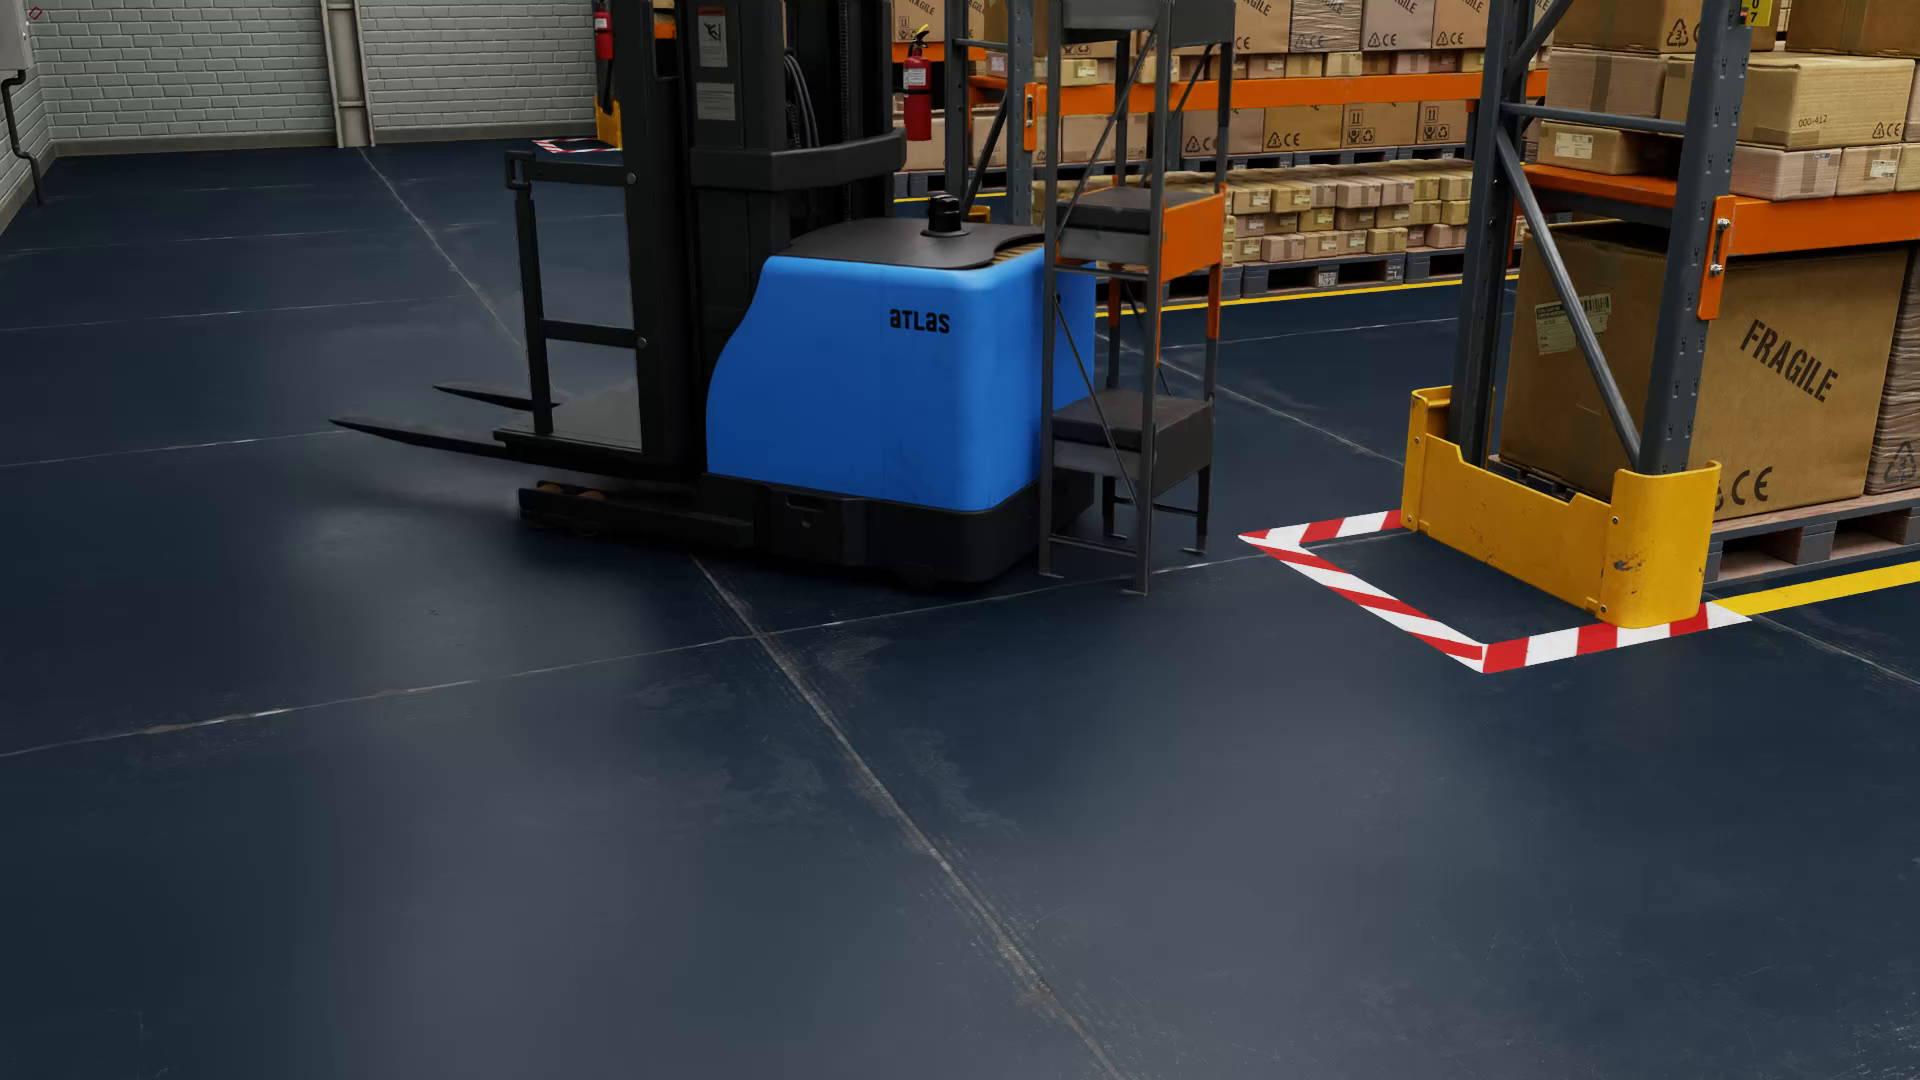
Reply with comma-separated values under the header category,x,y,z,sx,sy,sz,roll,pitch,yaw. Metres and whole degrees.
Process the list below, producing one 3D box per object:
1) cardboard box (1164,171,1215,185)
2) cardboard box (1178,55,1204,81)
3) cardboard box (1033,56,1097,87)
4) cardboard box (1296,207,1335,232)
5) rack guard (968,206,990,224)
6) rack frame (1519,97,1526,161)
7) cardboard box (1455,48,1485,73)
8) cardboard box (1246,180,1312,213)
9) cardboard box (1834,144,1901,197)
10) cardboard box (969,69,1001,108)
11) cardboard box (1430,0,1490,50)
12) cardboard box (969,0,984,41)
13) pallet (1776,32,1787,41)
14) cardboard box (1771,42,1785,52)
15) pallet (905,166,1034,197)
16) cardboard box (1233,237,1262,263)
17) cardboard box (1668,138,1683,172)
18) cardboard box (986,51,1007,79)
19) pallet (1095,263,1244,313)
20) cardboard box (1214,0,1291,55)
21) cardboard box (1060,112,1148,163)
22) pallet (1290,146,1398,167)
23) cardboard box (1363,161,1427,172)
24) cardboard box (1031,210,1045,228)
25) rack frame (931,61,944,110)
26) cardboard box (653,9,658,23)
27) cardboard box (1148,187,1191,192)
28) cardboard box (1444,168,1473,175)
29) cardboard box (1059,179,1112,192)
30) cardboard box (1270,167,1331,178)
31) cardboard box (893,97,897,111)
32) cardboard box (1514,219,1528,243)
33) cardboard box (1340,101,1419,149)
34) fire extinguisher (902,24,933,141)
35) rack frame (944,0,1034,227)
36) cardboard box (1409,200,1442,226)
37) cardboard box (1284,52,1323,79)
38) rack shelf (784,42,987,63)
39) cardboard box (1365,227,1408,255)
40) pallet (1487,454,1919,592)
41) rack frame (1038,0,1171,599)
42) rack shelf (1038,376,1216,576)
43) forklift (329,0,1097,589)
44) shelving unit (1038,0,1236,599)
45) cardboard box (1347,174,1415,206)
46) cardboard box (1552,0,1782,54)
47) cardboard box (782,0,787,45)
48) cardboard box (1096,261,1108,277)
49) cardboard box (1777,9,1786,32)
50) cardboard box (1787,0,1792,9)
category,x,y,z,sx,sy,sz,roll,pitch,yaw
cardboard box,1.472,-2.294,10.785,0.250,0.149,0.380,-7,21,-20
cardboard box,1.254,-2.823,9.901,0.250,0.149,0.380,-7,21,-19
cardboard box,0.585,-2.682,9.500,0.250,0.149,0.380,-8,21,-22
cardboard box,2.173,-2.065,10.584,0.250,0.149,0.380,-7,21,-19
rack guard,0.228,-1.689,10.065,0.348,0.500,1.175,-8,21,-22
rack frame,5.450,-5.406,16.860,0.127,3.000,1.000,-8,21,-22
cardboard box,3.199,-3.072,10.610,0.250,0.149,0.380,-7,21,-20
cardboard box,1.974,-2.136,10.337,0.250,0.149,0.380,-8,21,-21
cardboard box,2.721,-1.194,5.274,0.250,0.149,0.380,-8,21,-23
cardboard box,0.341,-5.407,19.994,0.500,0.500,0.500,-7,21,-20
cardboard box,3.021,-3.354,10.432,0.500,0.500,0.500,-9,21,-23
cardboard box,0.040,-4.584,14.374,0.500,0.500,0.500,-7,21,-20
pallet,5.702,-3.547,11.867,1.213,0.211,1.003,-8,21,-22
cardboard box,2.835,-1.613,5.863,0.500,0.250,0.500,-9,21,-23
pallet,-0.074,-3.327,15.153,1.213,0.211,1.003,-8,21,-22
cardboard box,1.673,-1.839,10.390,0.250,0.149,0.380,-8,21,-22
cardboard box,2.464,-1.395,5.847,0.250,0.149,0.380,-8,21,-21
cardboard box,0.345,-2.868,10.030,0.250,0.149,0.380,-8,21,-22
pallet,0.987,-1.648,10.386,1.213,0.211,1.003,-8,21,-22
cardboard box,1.616,-3.159,9.878,0.500,0.500,0.500,-8,21,-21
cardboard box,1.158,-3.820,15.580,0.875,0.438,0.875,-8,21,-23
pallet,3.578,-3.851,16.642,1.213,0.211,1.003,-8,21,-22
cardboard box,2.943,-2.469,11.283,0.250,0.149,0.380,-8,21,-23
cardboard box,0.529,-2.008,10.420,0.250,0.149,0.380,-9,21,-23
rack frame,-0.192,-6.393,19.663,0.127,3.000,1.000,-8,21,-22
cardboard box,-3.455,-5.708,18.096,0.250,0.149,0.380,-8,21,-22
cardboard box,1.261,-2.024,10.018,0.250,0.149,0.380,-8,21,-22
cardboard box,3.388,-2.346,10.933,0.250,0.149,0.380,-8,21,-21
cardboard box,0.797,-2.154,10.388,0.250,0.149,0.380,-8,21,-21
cardboard box,2.229,-2.358,10.968,0.250,0.149,0.380,-9,21,-24
cardboard box,-0.916,-5.092,19.451,0.258,0.266,0.396,-7,21,-20
cardboard box,3.605,-2.082,11.078,0.250,0.149,0.380,-8,21,-21
cardboard box,3.962,-4.421,16.627,0.875,0.875,0.875,-8,21,-21
fire extinguisher,-0.256,-2.753,10.002,0.183,0.674,0.296,-8,21,-22
rack frame,0.158,-2.858,9.622,0.127,3.000,1.000,-8,21,-22
cardboard box,2.916,-2.156,10.841,0.250,0.149,0.380,-8,21,-21
cardboard box,1.997,-2.903,10.127,0.250,0.149,0.380,-7,21,-20
rack shelf,-0.059,-4.278,14.738,4.000,0.370,1.077,-8,21,-22
cardboard box,2.655,-1.946,10.691,0.250,0.149,0.380,-8,21,-22
pallet,2.733,-0.146,6.118,1.213,0.211,1.003,-8,21,-22
rack frame,0.443,-0.835,5.229,0.400,2.100,0.015,11,22,30
rack shelf,0.569,-0.230,5.661,0.431,0.518,0.480,11,22,30
forklift,-1.055,-1.540,5.981,3.031,2.935,1.130,9,21,24
shelving unit,0.570,-0.904,5.425,0.431,2.100,0.503,11,22,30
cardboard box,2.681,-2.237,10.623,0.250,0.149,0.380,-9,21,-25
cardboard box,2.373,-1.899,5.549,0.500,0.500,0.500,-8,21,-21
cardboard box,-1.341,-4.377,13.785,0.500,0.500,0.500,-8,21,-22
cardboard box,0.766,-1.682,9.944,0.250,0.149,0.380,-8,21,-21
cardboard box,5.322,-3.511,11.224,0.250,0.149,0.380,-9,21,-24
cardboard box,5.577,-3.689,11.282,0.250,0.149,0.380,-9,21,-23
